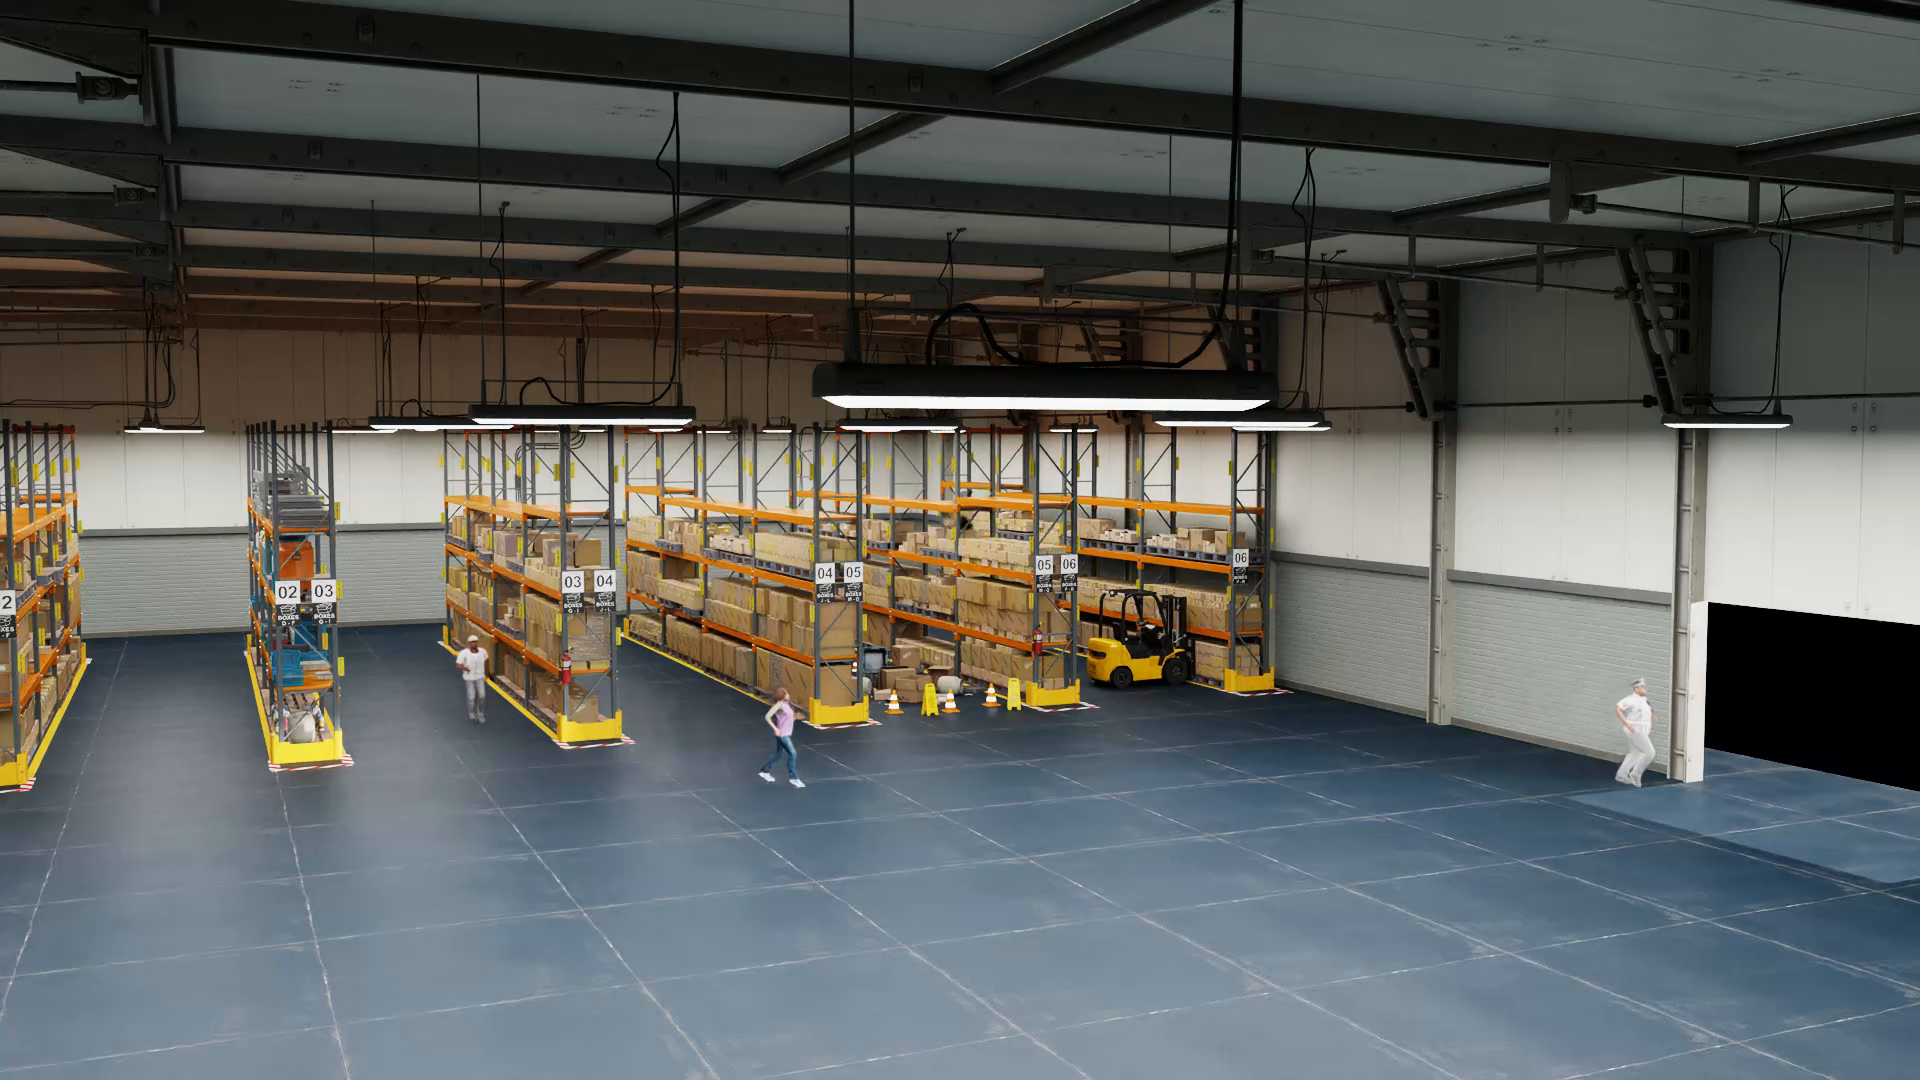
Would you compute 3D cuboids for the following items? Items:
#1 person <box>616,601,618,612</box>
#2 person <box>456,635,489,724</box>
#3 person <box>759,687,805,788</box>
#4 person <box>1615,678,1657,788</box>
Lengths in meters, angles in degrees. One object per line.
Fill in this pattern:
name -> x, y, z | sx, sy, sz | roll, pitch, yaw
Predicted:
person -> -9.487, 2.139, 44.484 | 0.654, 1.660, 0.768 | -2, 4, -33
person -> -9.679, 2.786, 33.107 | 0.681, 1.796, 0.717 | -2, 4, -25
person -> -2.903, 3.211, 27.117 | 0.779, 1.627, 0.518 | 0, 4, 6
person -> 11.071, 3.167, 27.205 | 0.634, 1.830, 0.668 | 2, 4, 33
